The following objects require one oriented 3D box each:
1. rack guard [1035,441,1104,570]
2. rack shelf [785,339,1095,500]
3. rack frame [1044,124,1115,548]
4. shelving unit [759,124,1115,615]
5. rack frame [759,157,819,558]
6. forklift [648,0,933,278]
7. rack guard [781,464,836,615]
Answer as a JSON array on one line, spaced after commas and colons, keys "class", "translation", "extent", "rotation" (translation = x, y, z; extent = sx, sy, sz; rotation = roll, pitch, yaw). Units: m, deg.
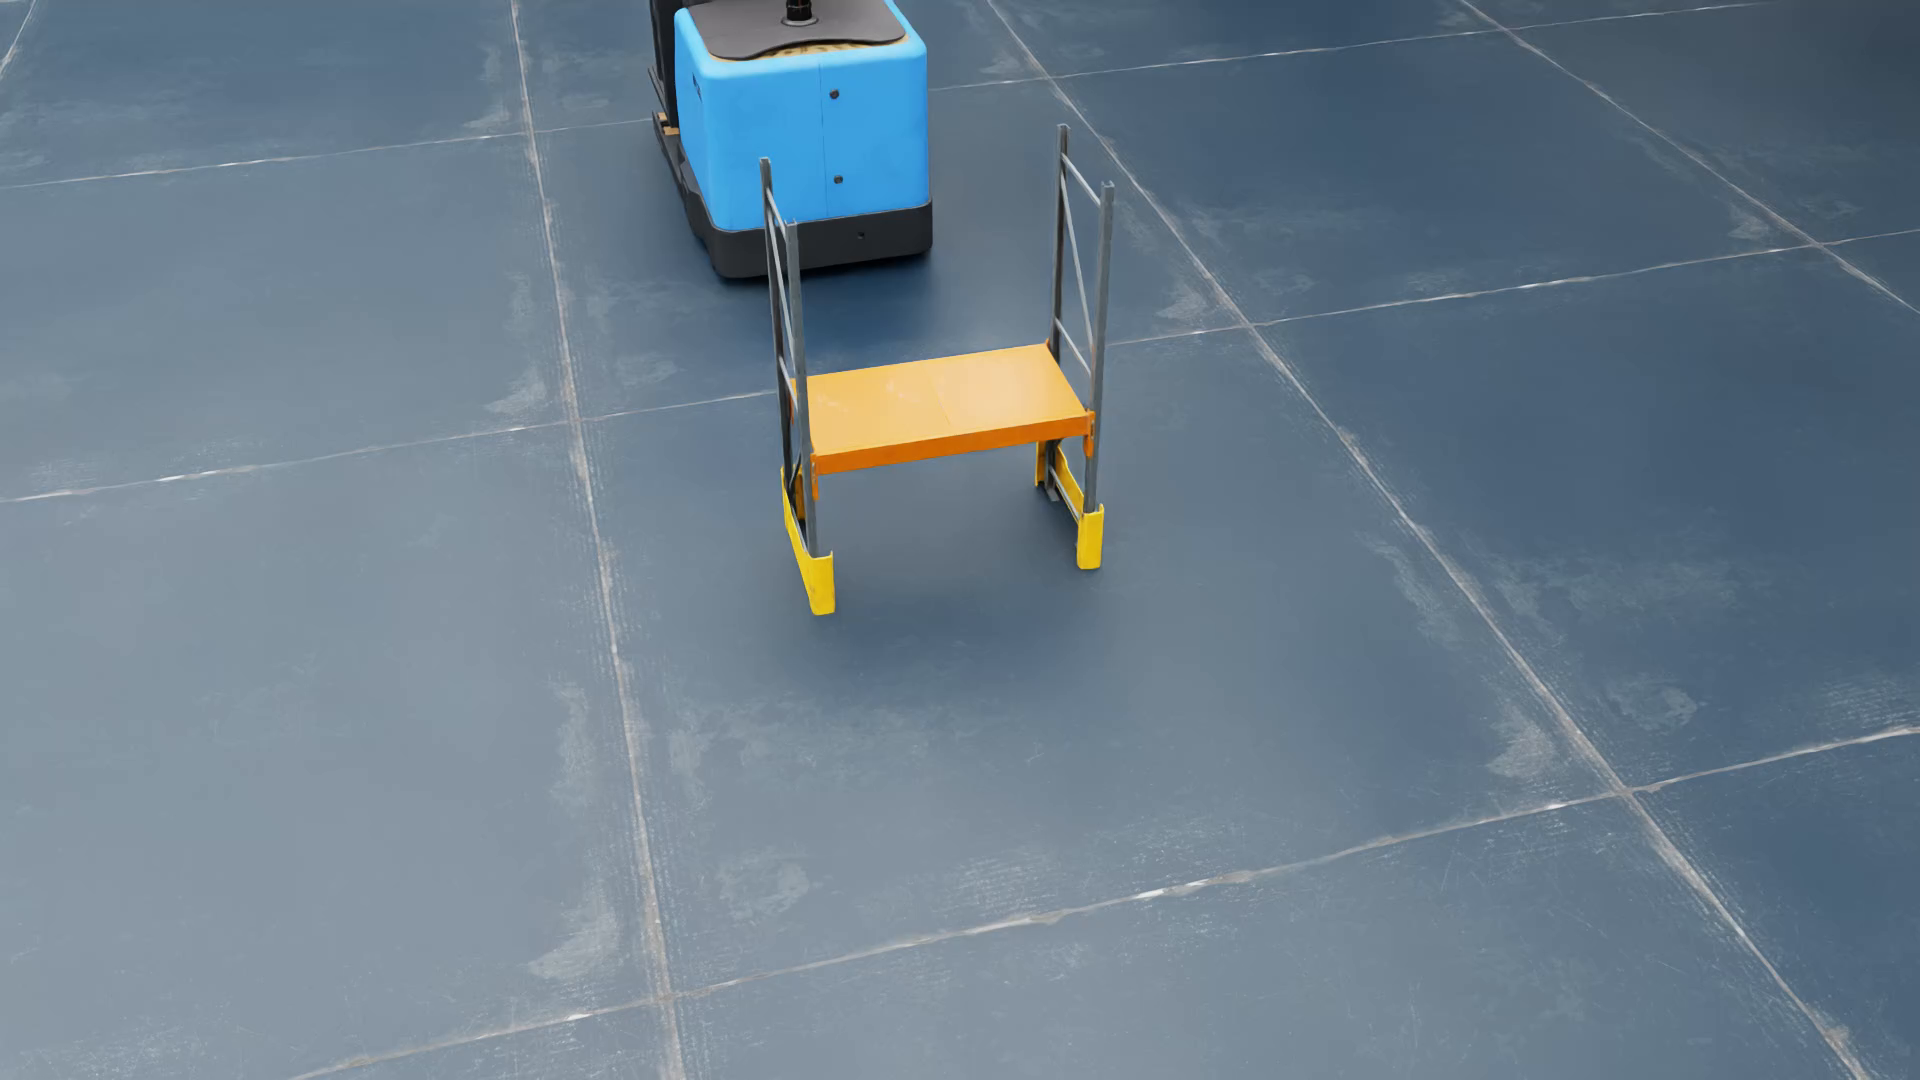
[{"class": "rack guard", "translation": [0.407, -0.166, 6.261], "extent": [0.087, 0.250, 0.587], "rotation": [-9, 38, -12]}, {"class": "rack shelf", "translation": [-0.082, -0.439, 5.886], "extent": [1.000, 0.185, 0.538], "rotation": [-9, 38, -12]}, {"class": "rack frame", "translation": [0.408, -0.663, 5.882], "extent": [0.032, 1.500, 0.500], "rotation": [-9, 38, -12]}, {"class": "shelving unit", "translation": [-0.074, -0.584, 5.779], "extent": [1.083, 1.500, 0.587], "rotation": [-9, 38, -12]}, {"class": "rack frame", "translation": [-0.573, -0.502, 5.671], "extent": [0.032, 1.500, 0.500], "rotation": [-9, 38, -12]}, {"class": "forklift", "translation": [-1.043, -3.277, 8.122], "extent": [1.130, 2.935, 3.031], "rotation": [-10, 39, -13]}, {"class": "rack guard", "translation": [-0.554, -0.008, 6.055], "extent": [0.087, 0.250, 0.587], "rotation": [-9, 38, -12]}]
